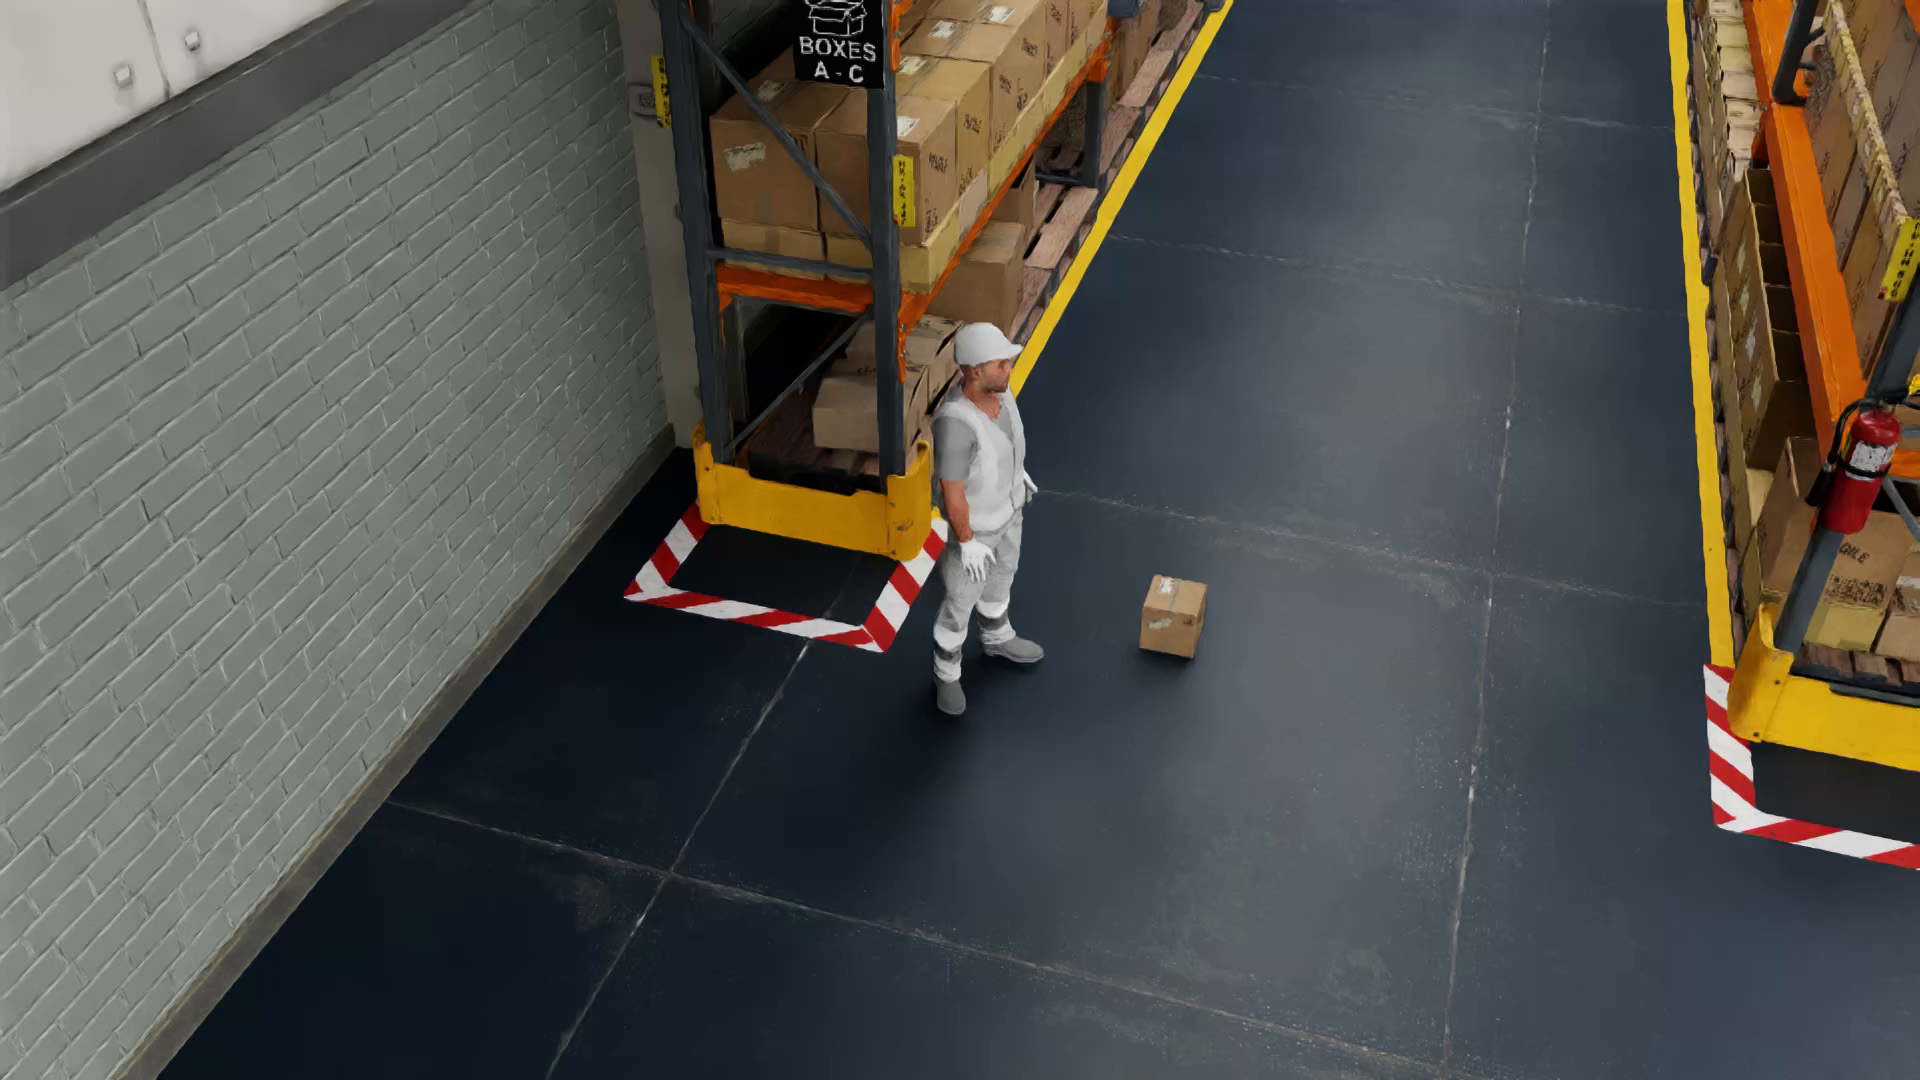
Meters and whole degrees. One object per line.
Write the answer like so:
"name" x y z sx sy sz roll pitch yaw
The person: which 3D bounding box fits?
"person" 0.116 -0.123 6.983 0.377 1.793 0.687 19 41 24
